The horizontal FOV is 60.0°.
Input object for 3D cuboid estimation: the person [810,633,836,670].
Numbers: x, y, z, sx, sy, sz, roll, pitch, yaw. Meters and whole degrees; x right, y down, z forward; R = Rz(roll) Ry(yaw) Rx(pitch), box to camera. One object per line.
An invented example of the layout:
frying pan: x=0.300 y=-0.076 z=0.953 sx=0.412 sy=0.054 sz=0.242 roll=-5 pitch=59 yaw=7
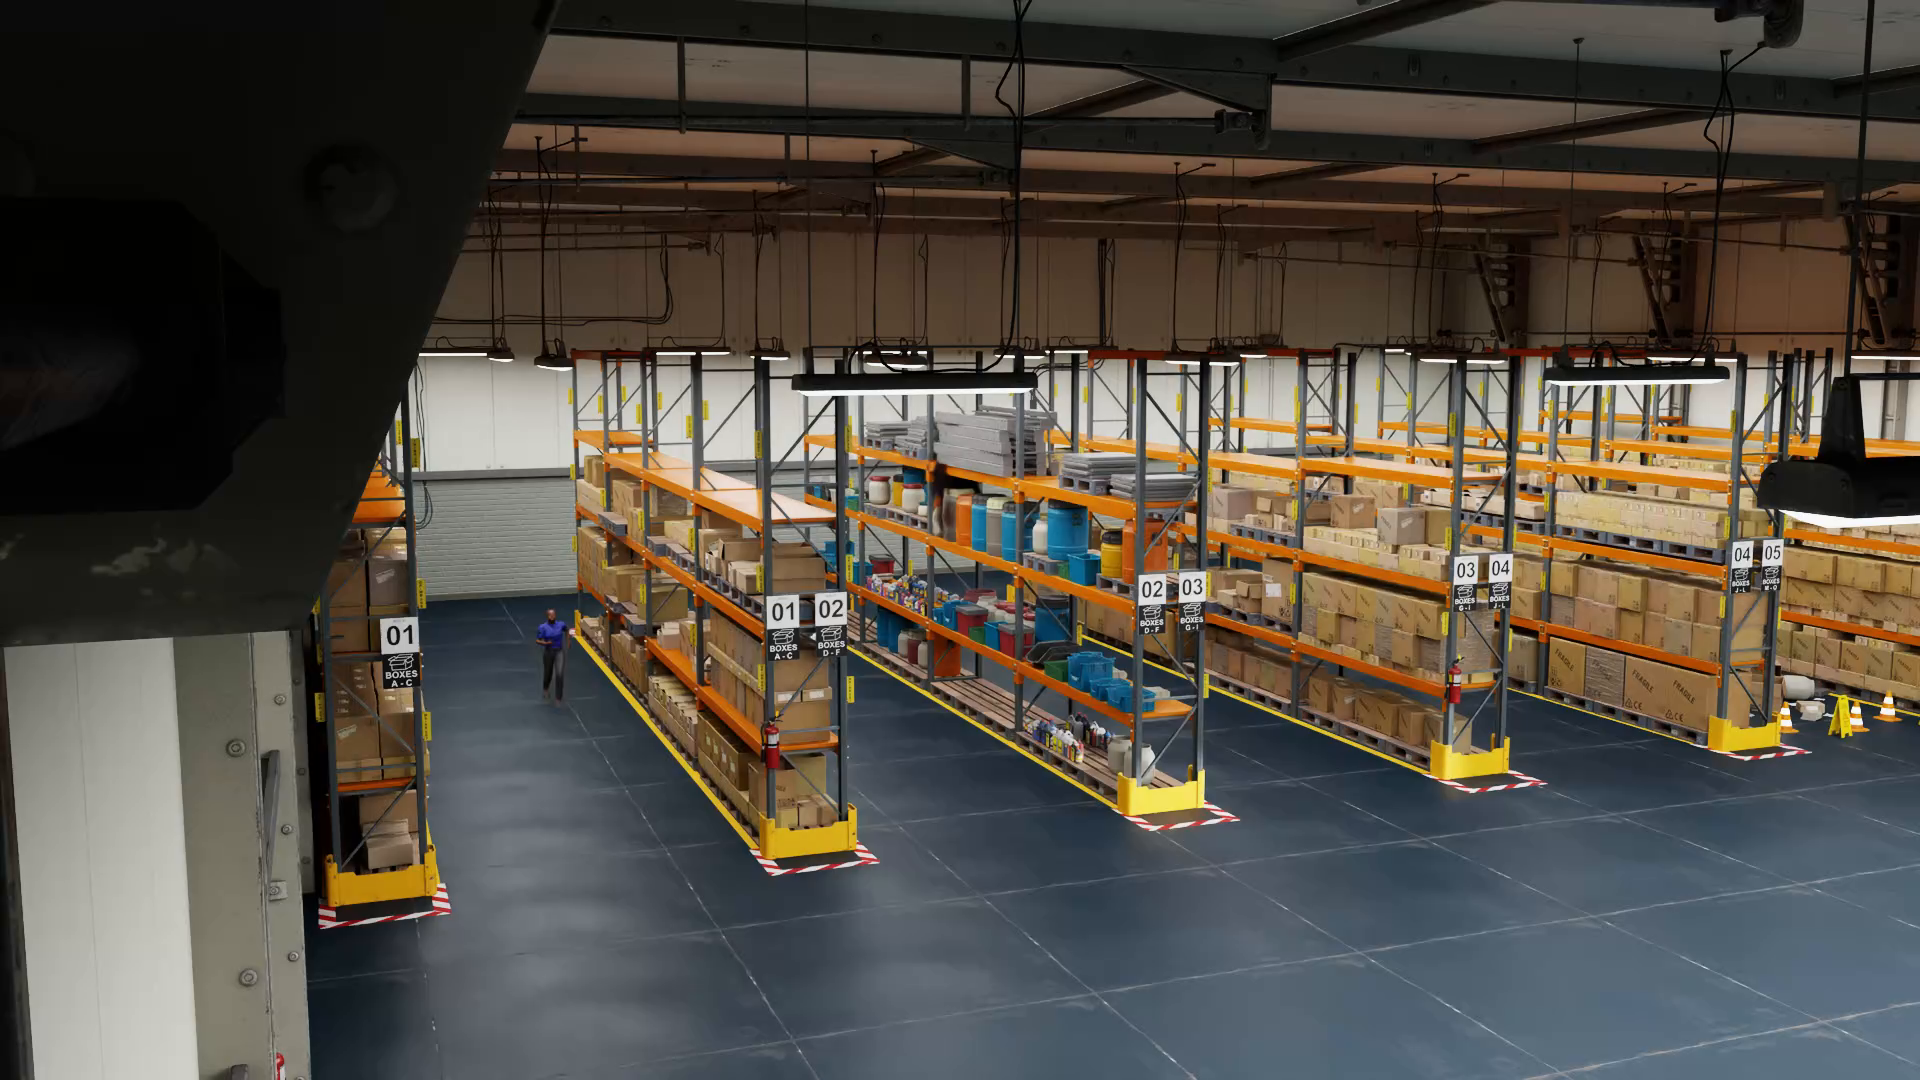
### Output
person: x=-2.415 y=2.088 z=27.917 sx=0.778 sy=1.620 sz=0.590 roll=5 pitch=9 yaw=37

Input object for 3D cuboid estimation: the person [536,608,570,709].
person: x=-6.949 y=1.988 z=28.434 sx=0.569 sy=1.699 sz=0.898 roll=-2 pitch=7 yaw=-15
